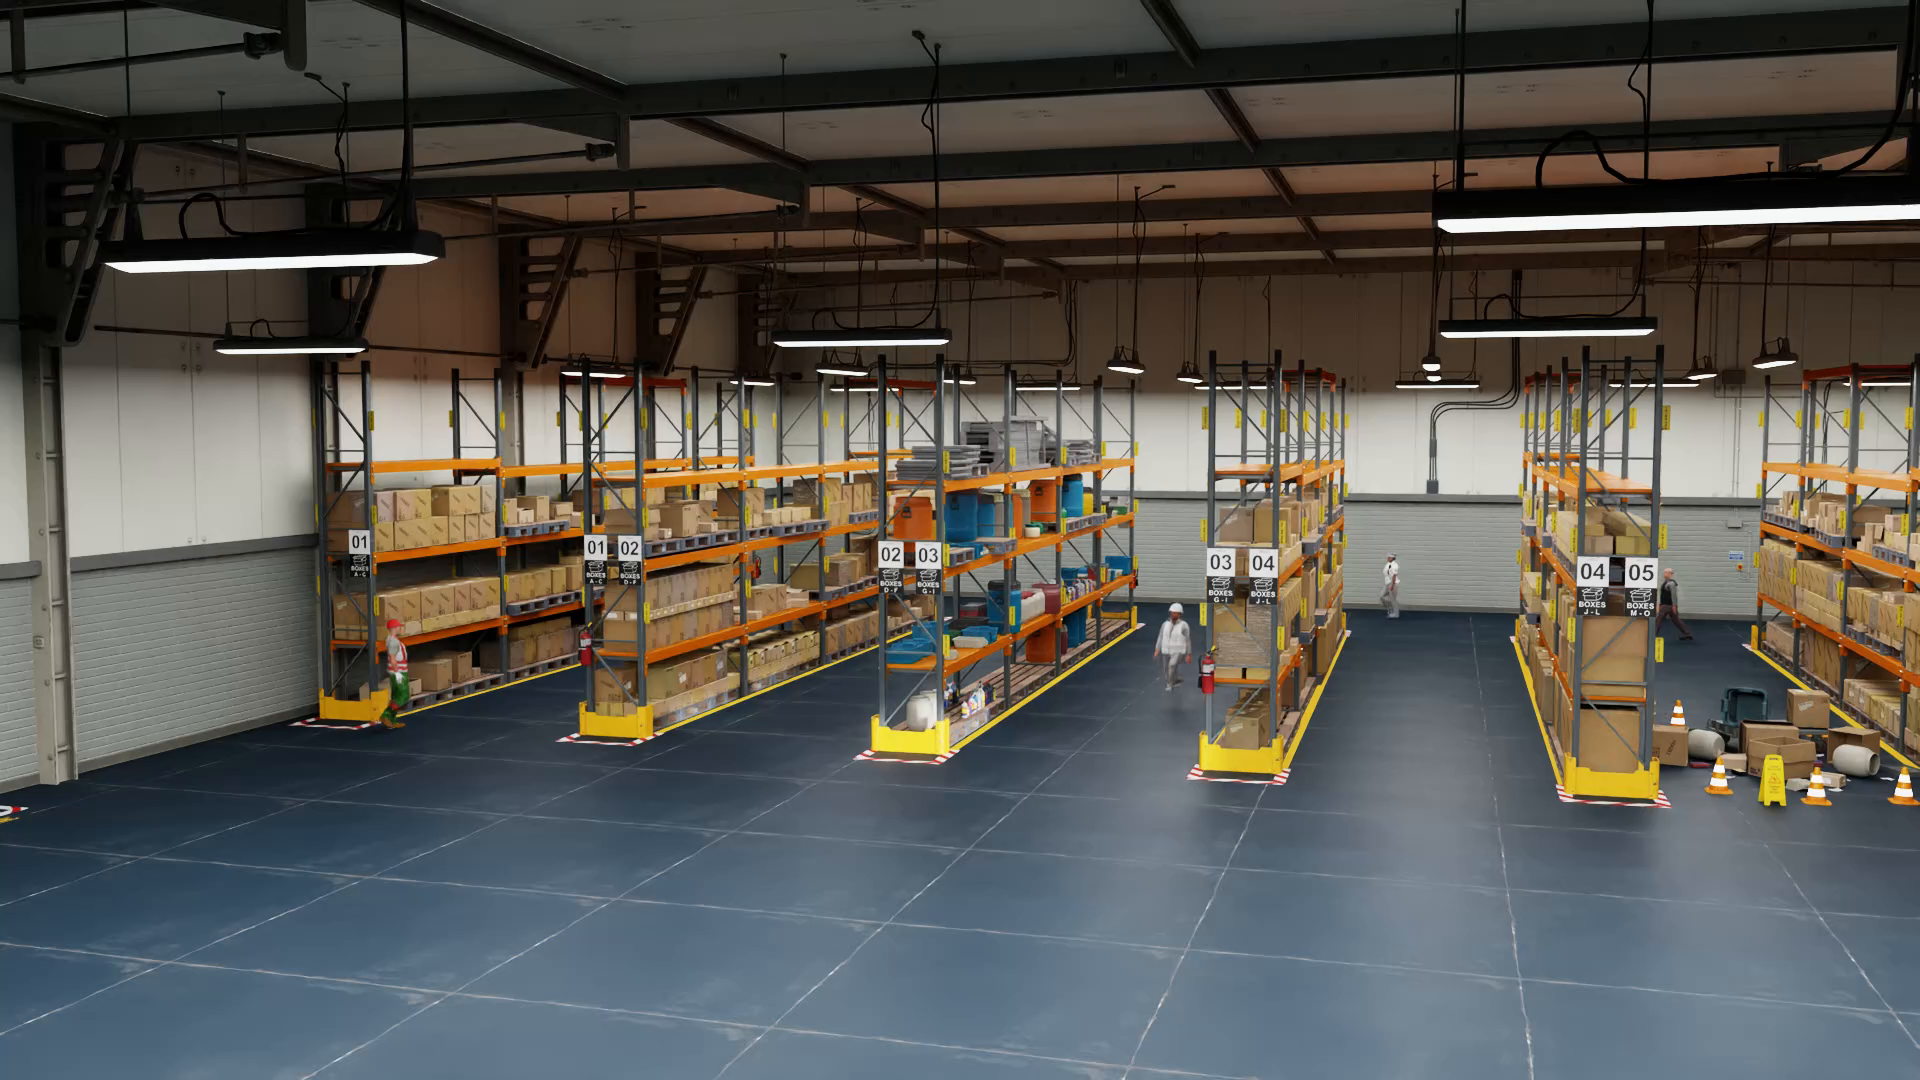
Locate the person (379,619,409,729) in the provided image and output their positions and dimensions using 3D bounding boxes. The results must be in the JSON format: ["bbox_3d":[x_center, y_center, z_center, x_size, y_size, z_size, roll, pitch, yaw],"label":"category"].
[{"bbox_3d":[-9.238,2.188,27.053,0.488,1.769,0.733,-2,5,-25],"label":"person"}]

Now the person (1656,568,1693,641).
[{"bbox_3d":[16.034,1.474,37.653,1.070,1.674,0.503,3,5,32],"label":"person"}]

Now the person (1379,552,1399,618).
[{"bbox_3d":[10.911,1.153,42.155,0.457,1.717,0.494,-1,4,-8],"label":"person"}]

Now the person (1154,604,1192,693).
[{"bbox_3d":[3.712,1.883,29.139,0.589,1.528,1.049,3,5,34],"label":"person"}]

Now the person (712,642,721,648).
[{"bbox_3d":[-5.183,1.713,34.451,0.419,1.606,1.072,2,5,25],"label":"person"}]
